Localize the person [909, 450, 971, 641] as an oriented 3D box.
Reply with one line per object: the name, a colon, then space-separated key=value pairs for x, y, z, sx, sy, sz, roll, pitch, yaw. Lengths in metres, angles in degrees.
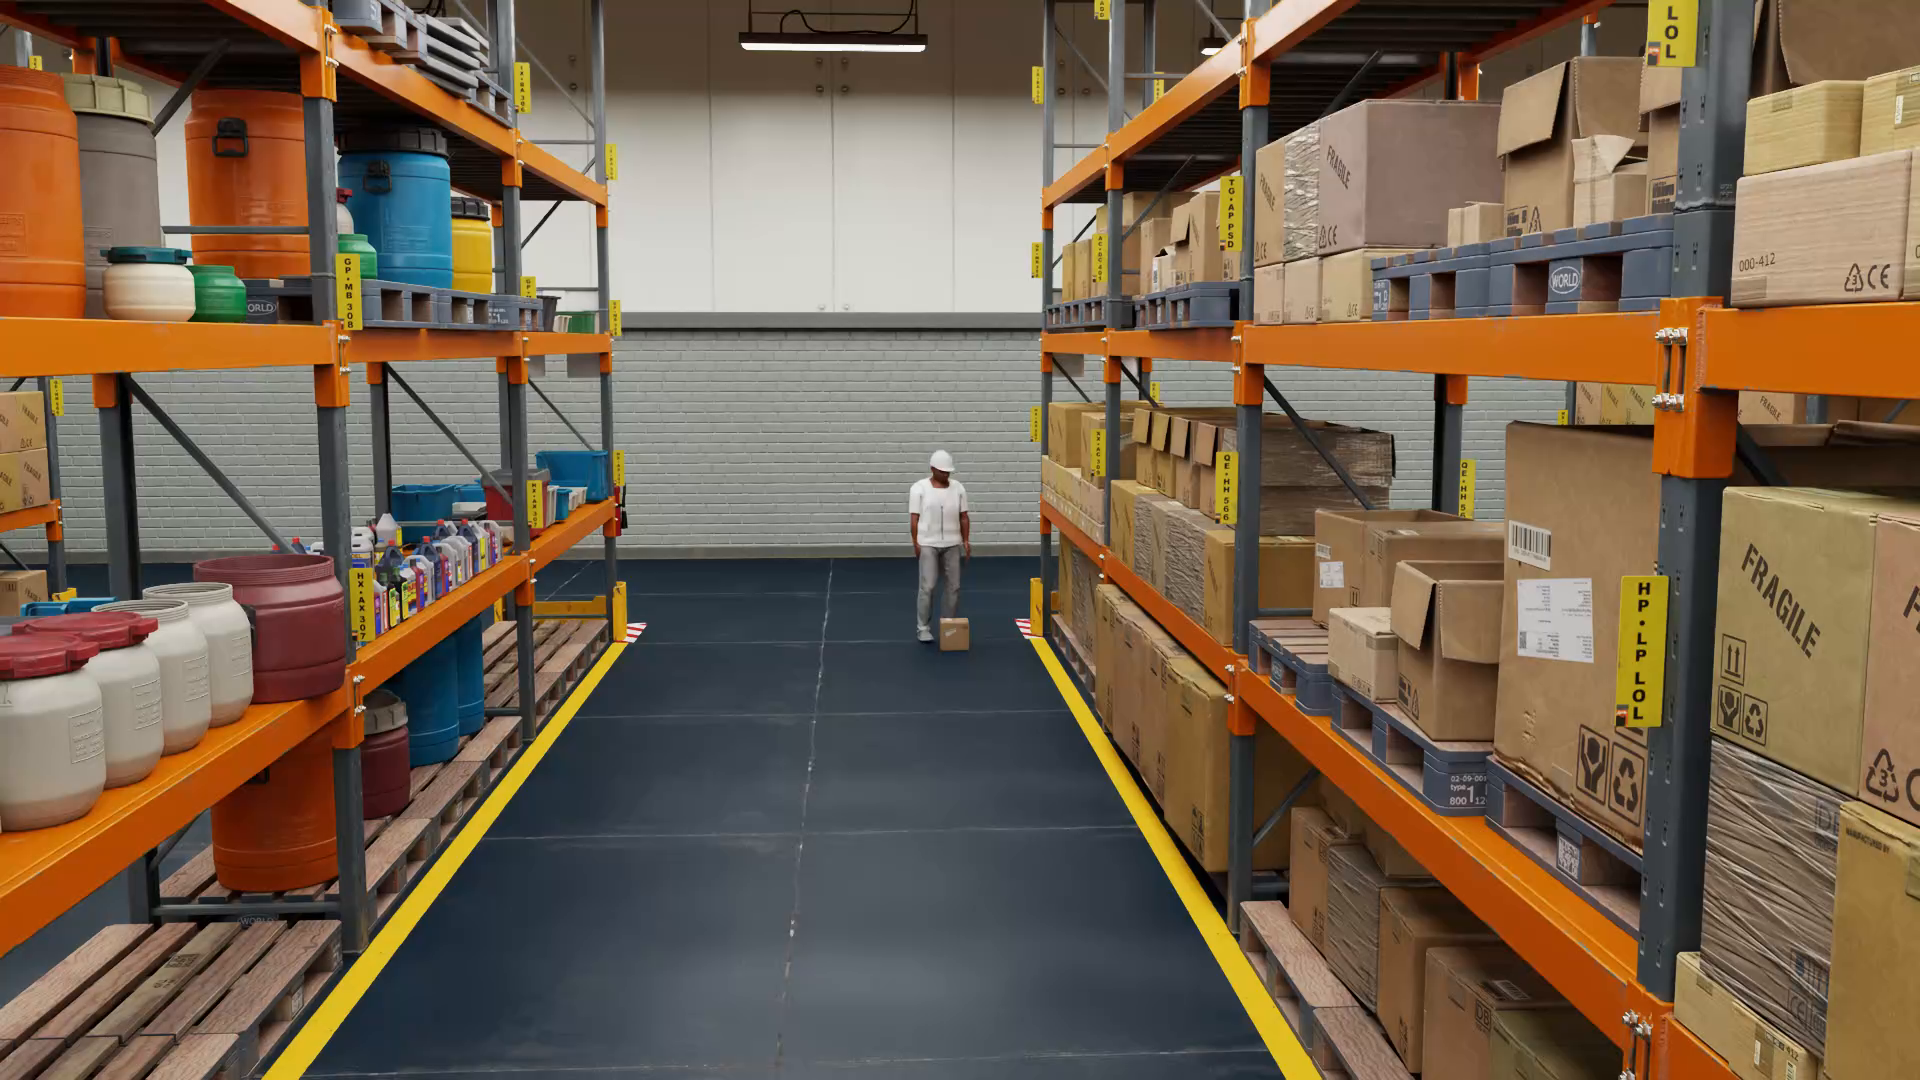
person: x=-0.179 y=0.048 z=15.276 sx=0.569 sy=1.757 sz=0.373 roll=-2 pitch=7 yaw=-17
